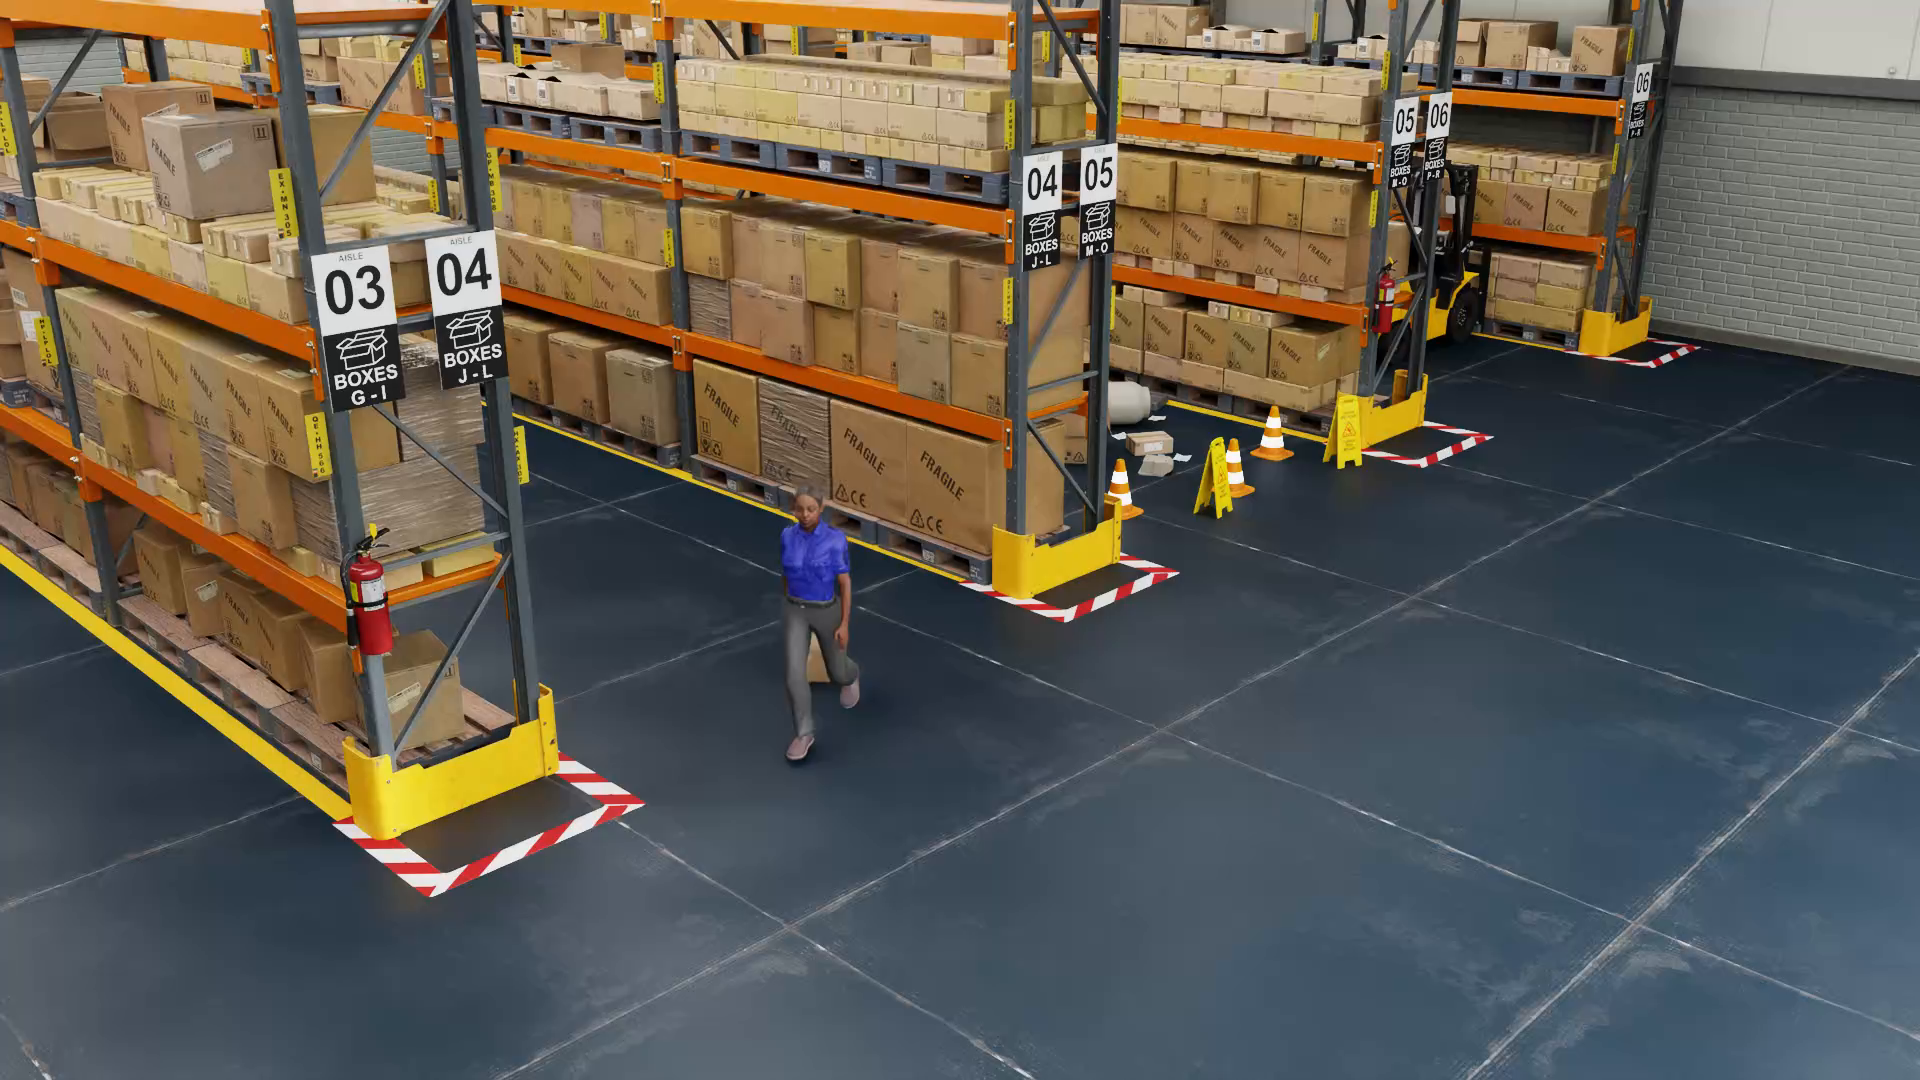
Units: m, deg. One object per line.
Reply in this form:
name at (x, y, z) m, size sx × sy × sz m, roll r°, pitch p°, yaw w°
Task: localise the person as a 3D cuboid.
person at (-0.842, 0.427, 9.955) m, size 0.459 × 1.604 × 0.846 m, roll 4°, pitch 21°, yaw 11°
